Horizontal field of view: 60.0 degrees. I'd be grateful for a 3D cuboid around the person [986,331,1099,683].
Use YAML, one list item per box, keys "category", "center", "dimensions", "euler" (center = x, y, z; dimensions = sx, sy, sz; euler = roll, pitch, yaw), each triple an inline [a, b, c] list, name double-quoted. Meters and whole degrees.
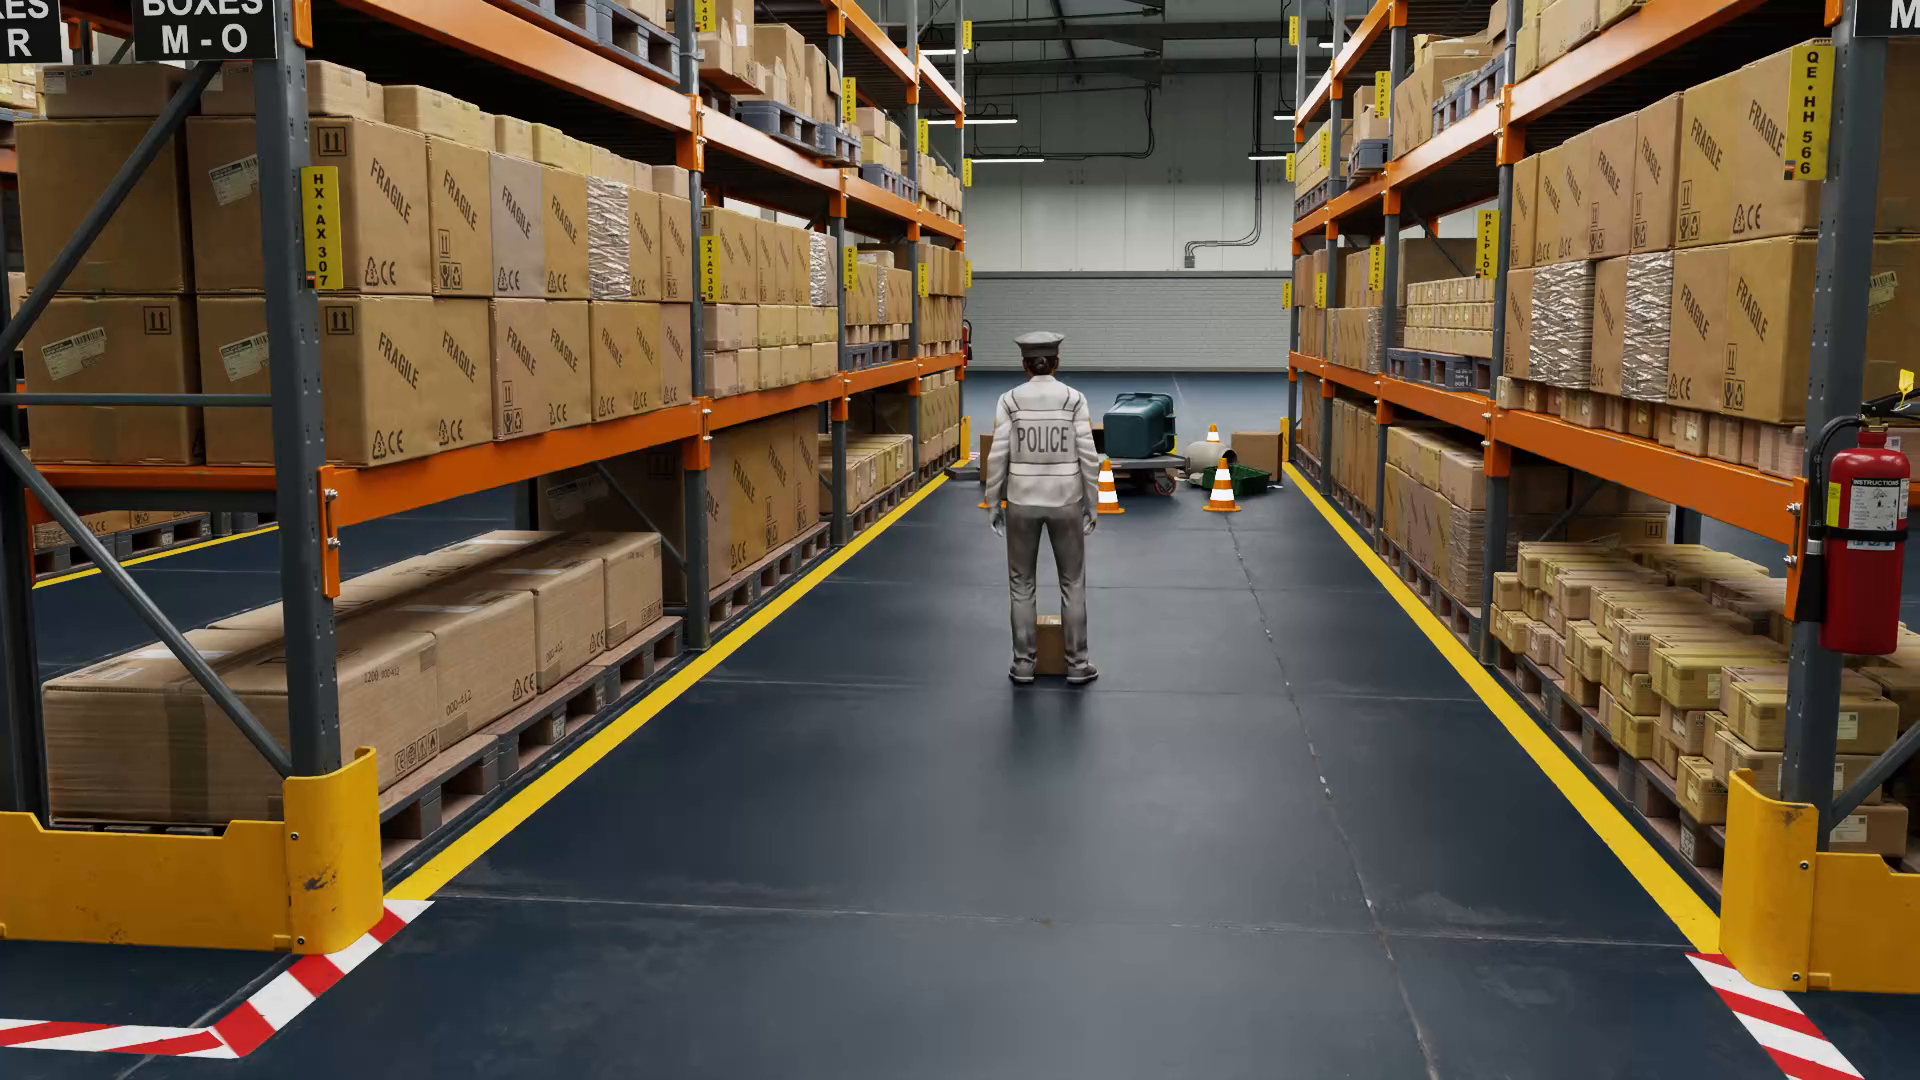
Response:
- category: "person"
  center: [0.395, -0.152, 7.900]
  dimensions: [0.545, 1.666, 0.369]
  euler: [0, 8, 4]
